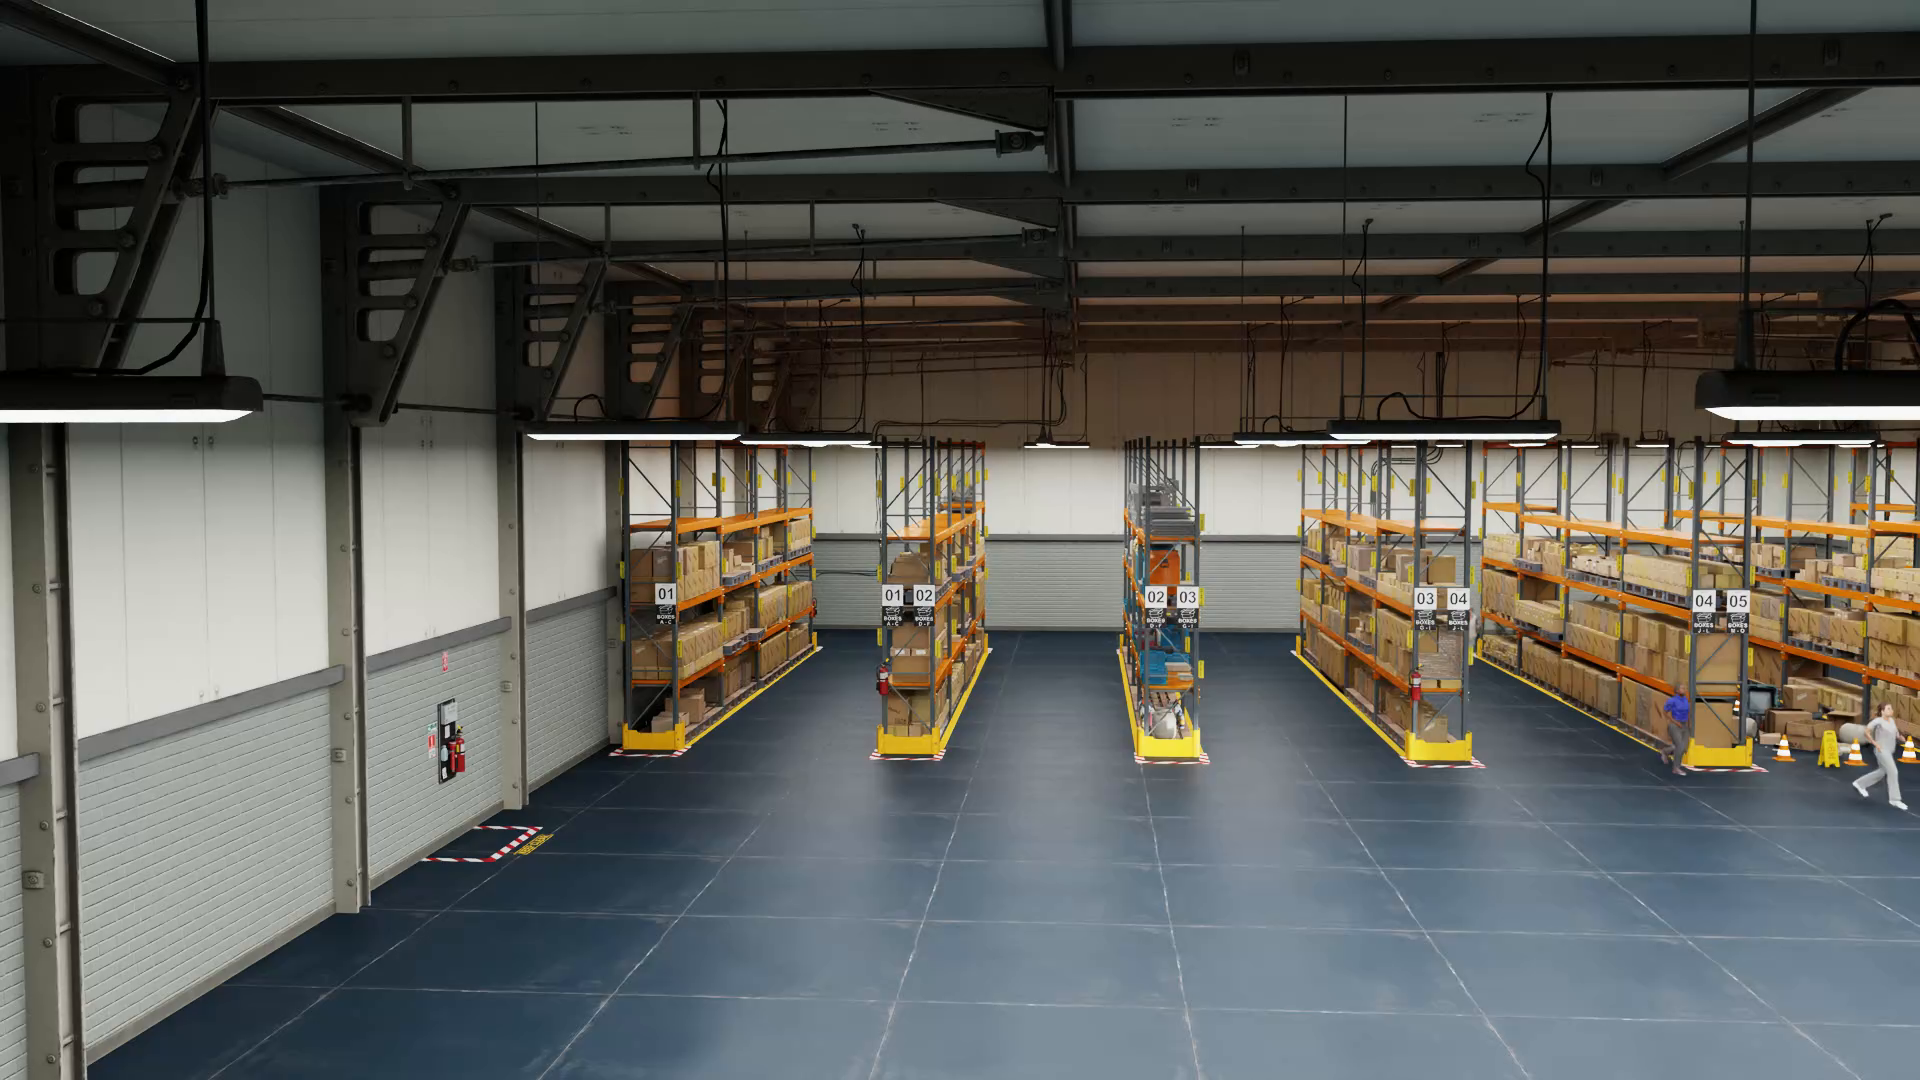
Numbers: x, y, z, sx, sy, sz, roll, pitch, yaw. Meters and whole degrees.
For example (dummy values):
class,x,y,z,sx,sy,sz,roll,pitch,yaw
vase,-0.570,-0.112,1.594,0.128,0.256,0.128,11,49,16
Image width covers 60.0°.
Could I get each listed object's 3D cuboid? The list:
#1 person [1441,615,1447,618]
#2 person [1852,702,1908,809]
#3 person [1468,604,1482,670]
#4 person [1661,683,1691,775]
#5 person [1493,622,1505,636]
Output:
class,x,y,z,sx,sy,sz,roll,pitch,yaw
person,13.021,2.537,44.274,0.587,1.668,0.887,1,3,12
person,14.942,3.446,26.934,0.558,1.681,0.891,-2,4,-33
person,13.127,2.556,42.838,0.616,1.832,0.746,0,3,4
person,12.771,3.346,29.675,0.618,1.623,0.594,-1,3,-24
person,15.488,2.443,47.568,0.525,1.524,0.607,2,4,32
